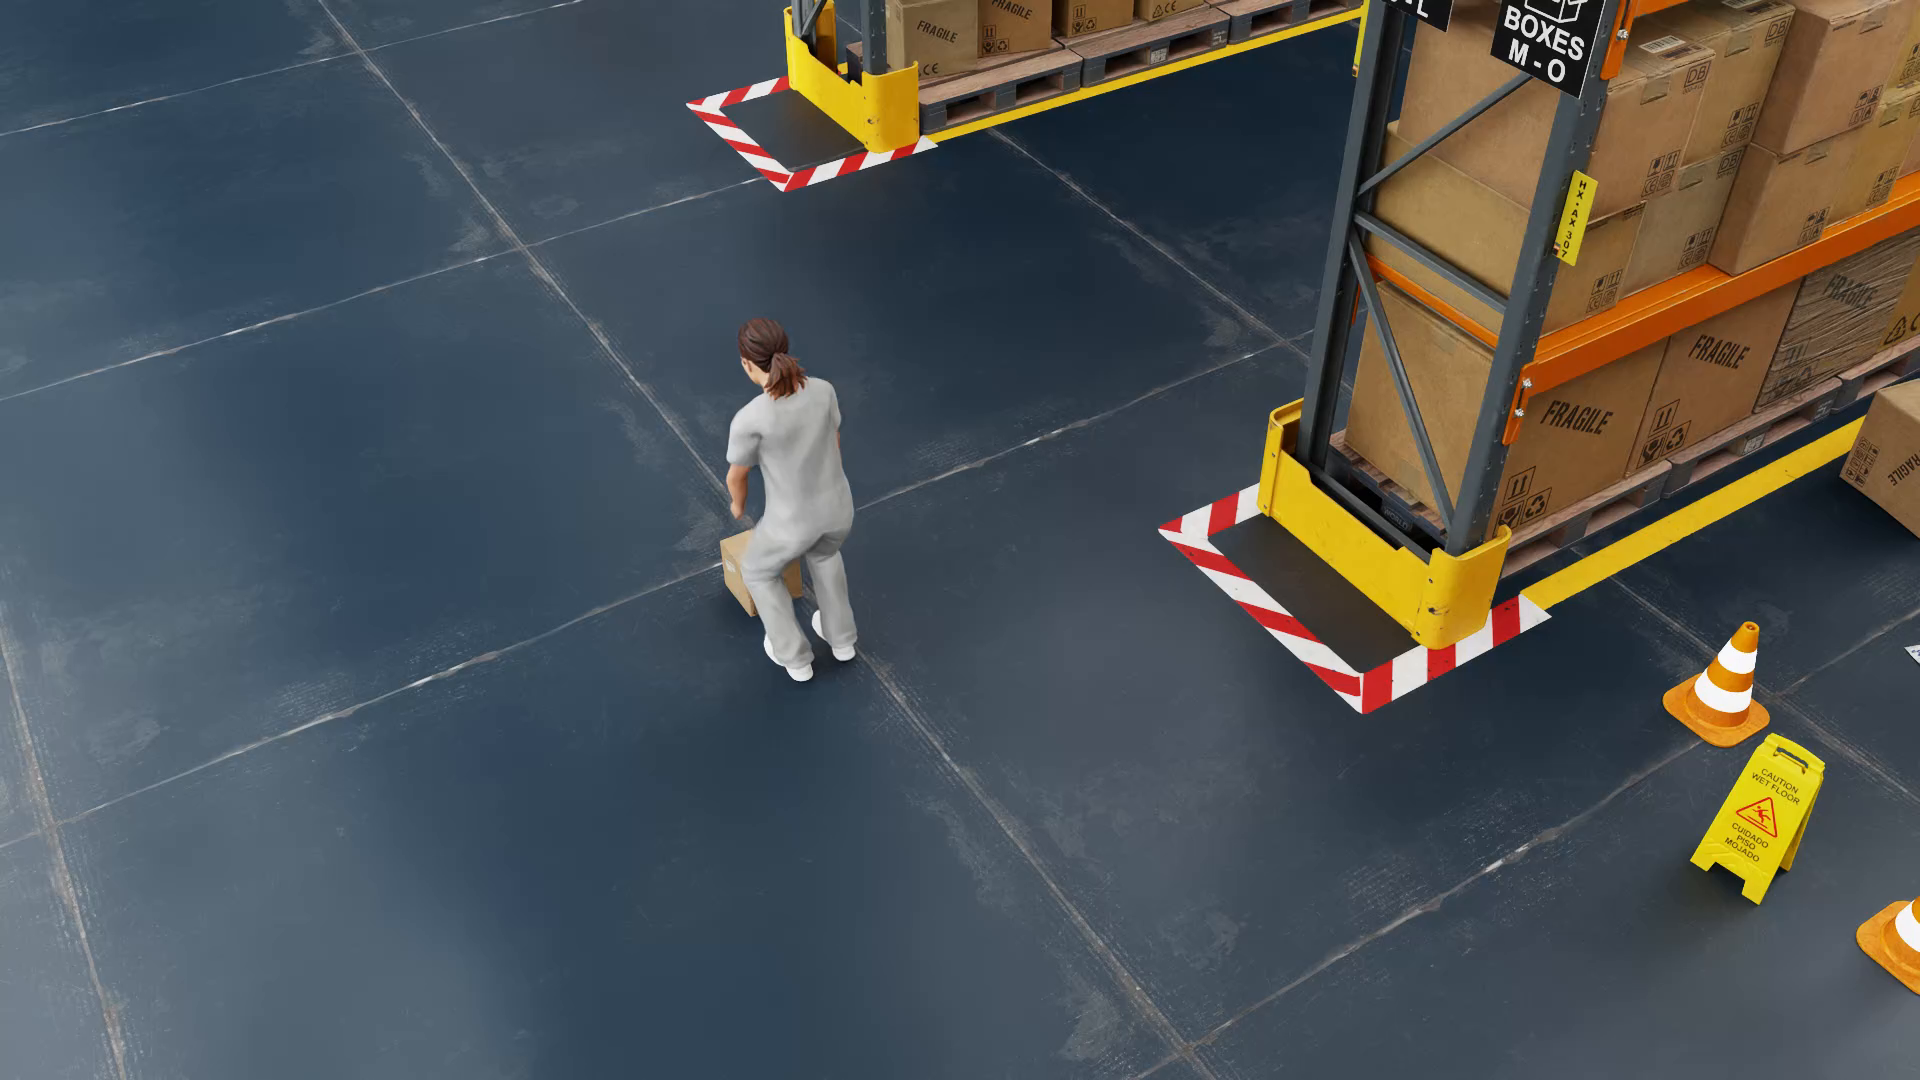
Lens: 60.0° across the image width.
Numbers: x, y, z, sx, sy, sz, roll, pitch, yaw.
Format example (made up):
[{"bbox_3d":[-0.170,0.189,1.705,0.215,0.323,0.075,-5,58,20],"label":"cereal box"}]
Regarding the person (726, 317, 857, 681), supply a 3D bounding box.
[{"bbox_3d":[-0.649,-0.125,6.389,0.475,1.574,0.467,-22,45,-23],"label":"person"}]
